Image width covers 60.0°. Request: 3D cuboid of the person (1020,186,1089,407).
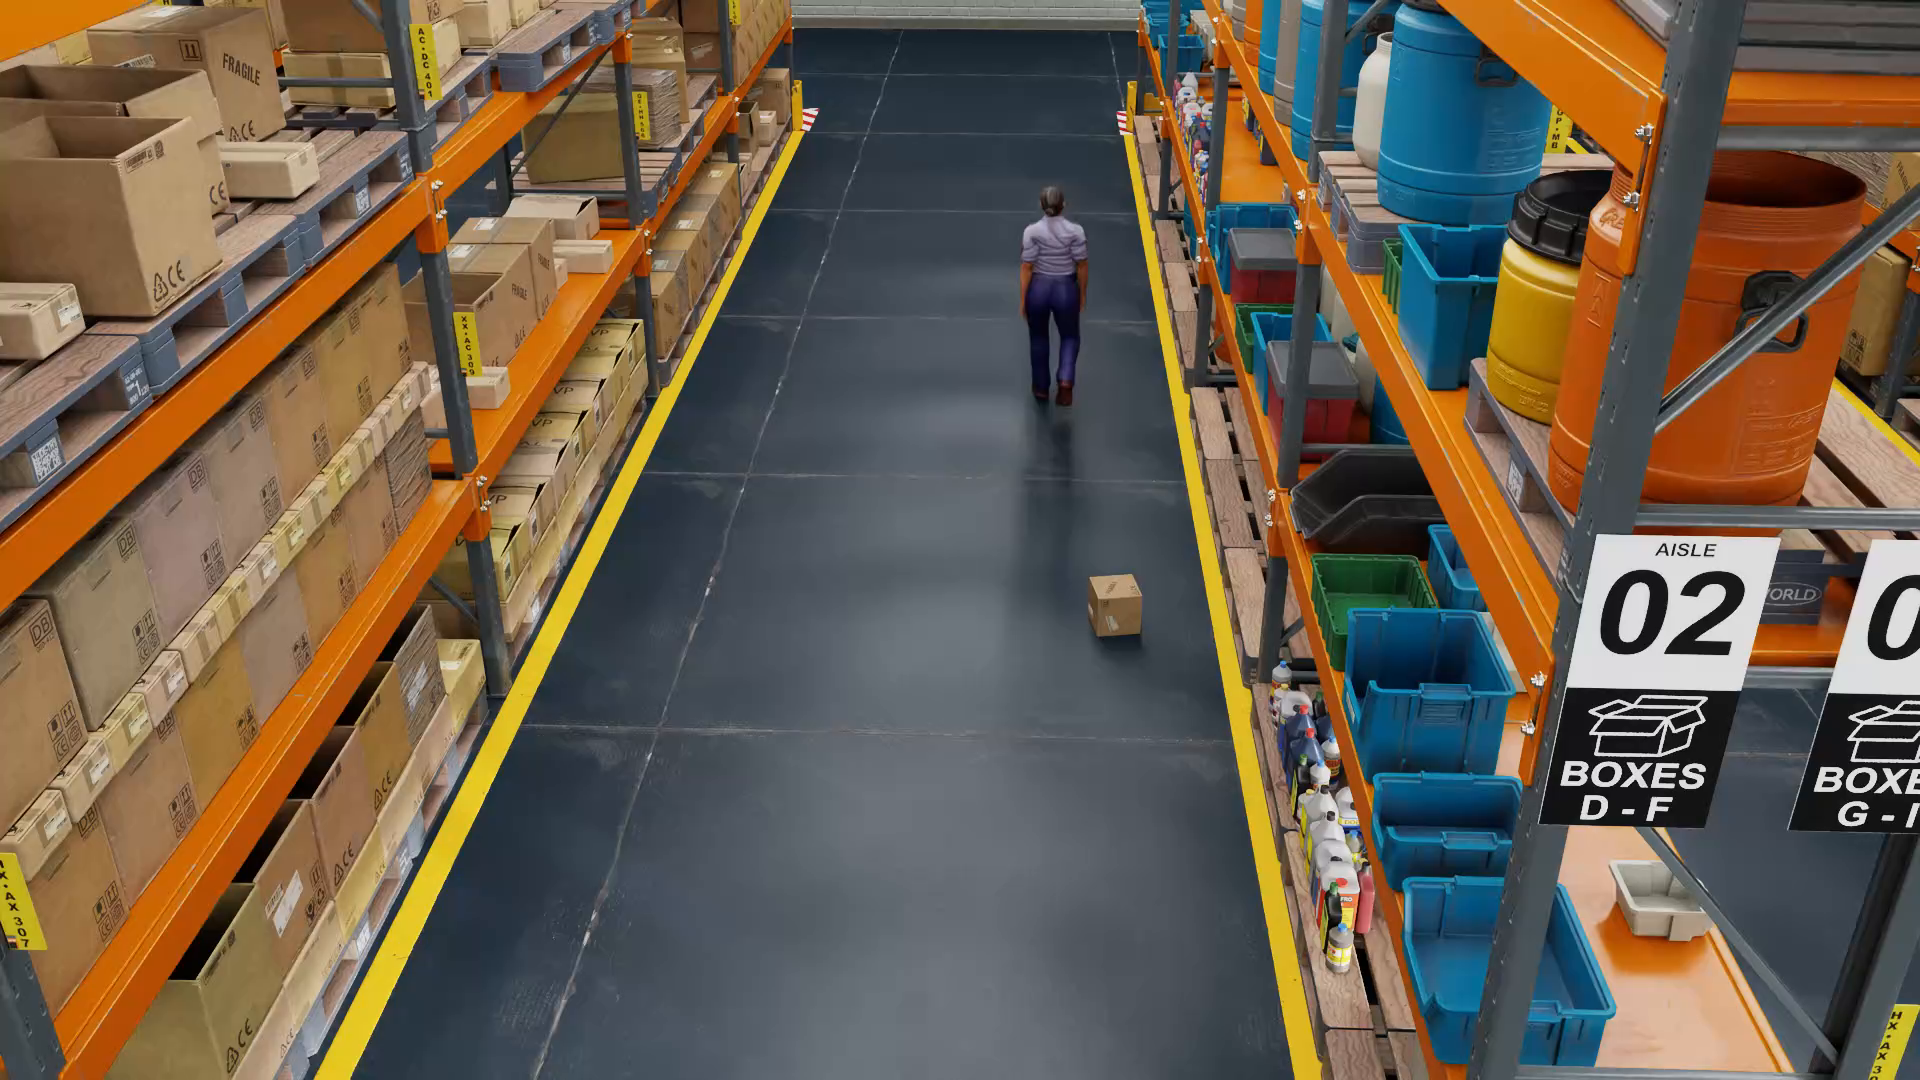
[{"bbox_3d":[0.666,-1.725,11.834,0.481,1.622,0.723,1,28,2],"label":"person"}]
